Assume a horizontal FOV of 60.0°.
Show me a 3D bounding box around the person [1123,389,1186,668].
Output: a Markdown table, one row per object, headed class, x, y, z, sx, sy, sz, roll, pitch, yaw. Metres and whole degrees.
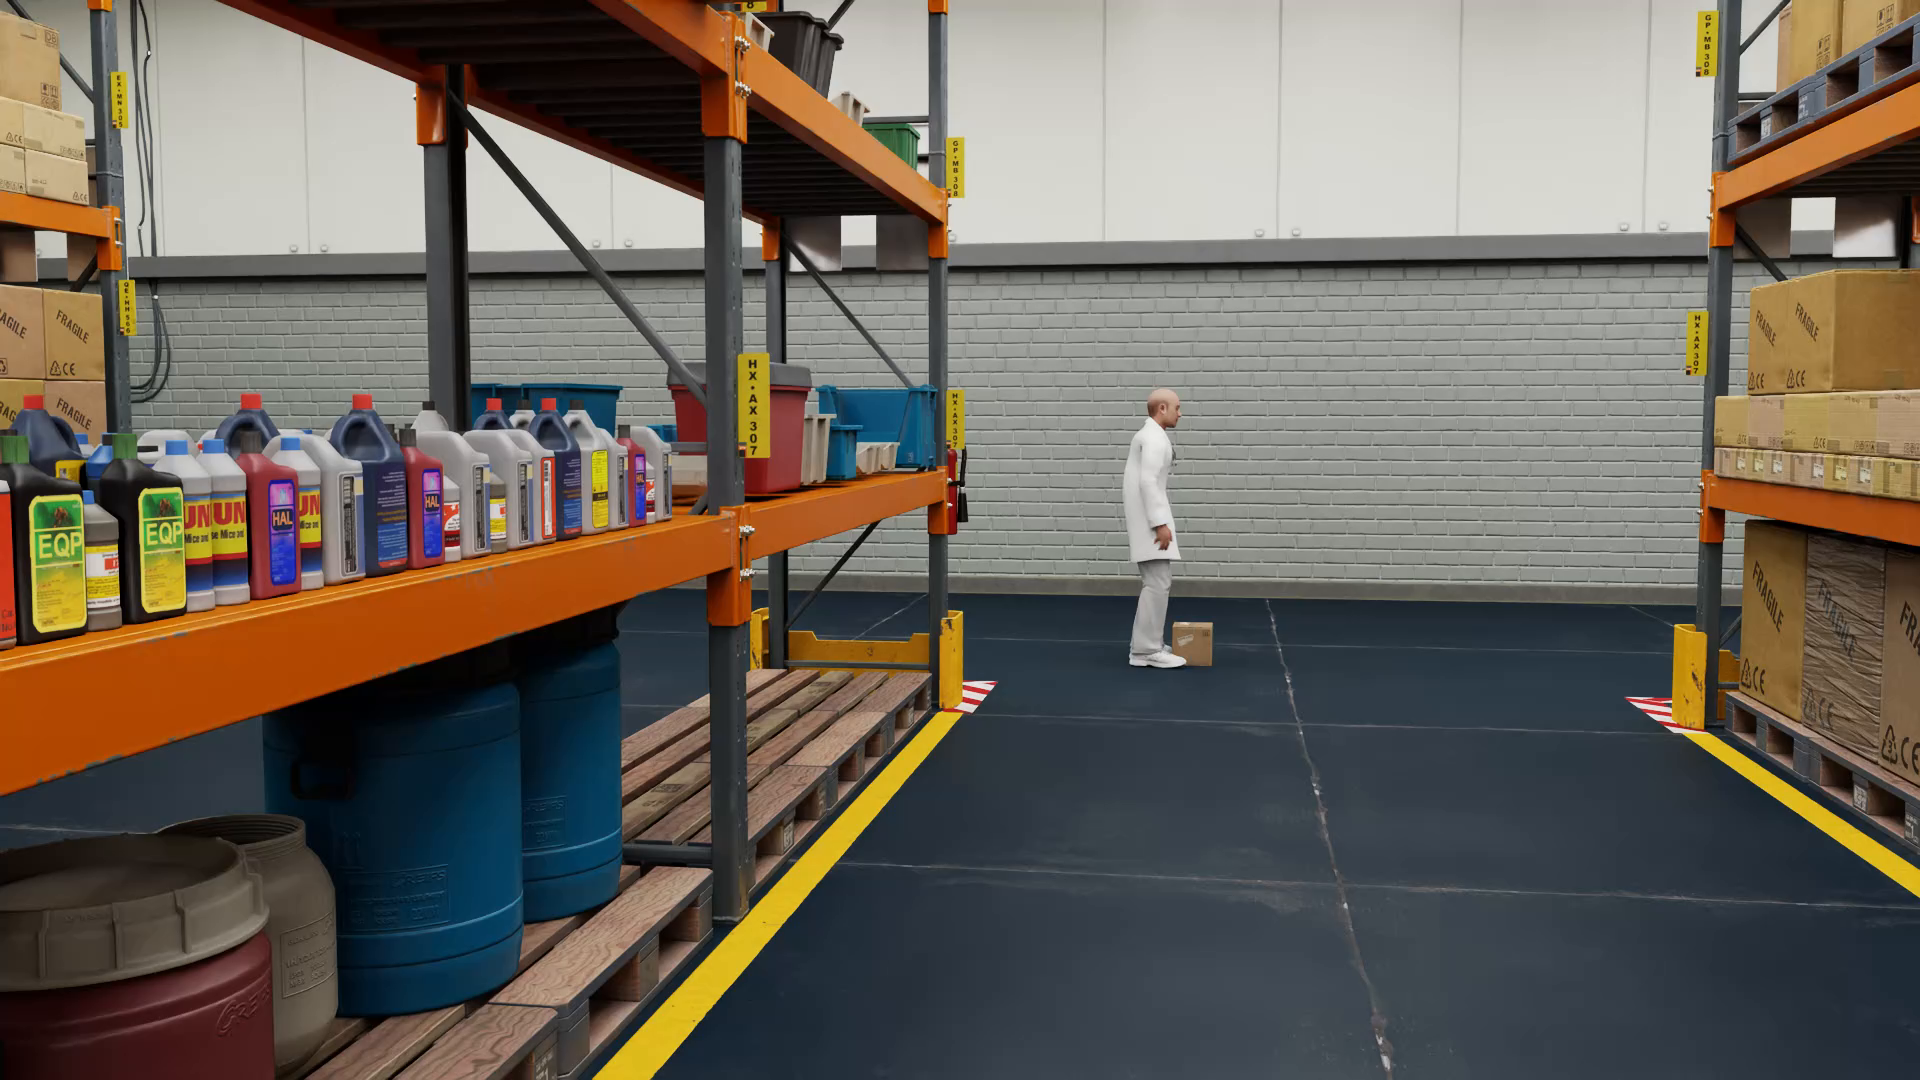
| class | x | y | z | sx | sy | sz | roll | pitch | yaw |
| --- | --- | --- | --- | --- | --- | --- | --- | --- | --- |
| person | 1.263 | -0.090 | 10.767 | 0.422 | 1.774 | 0.653 | 0 | 4 | 5 |
